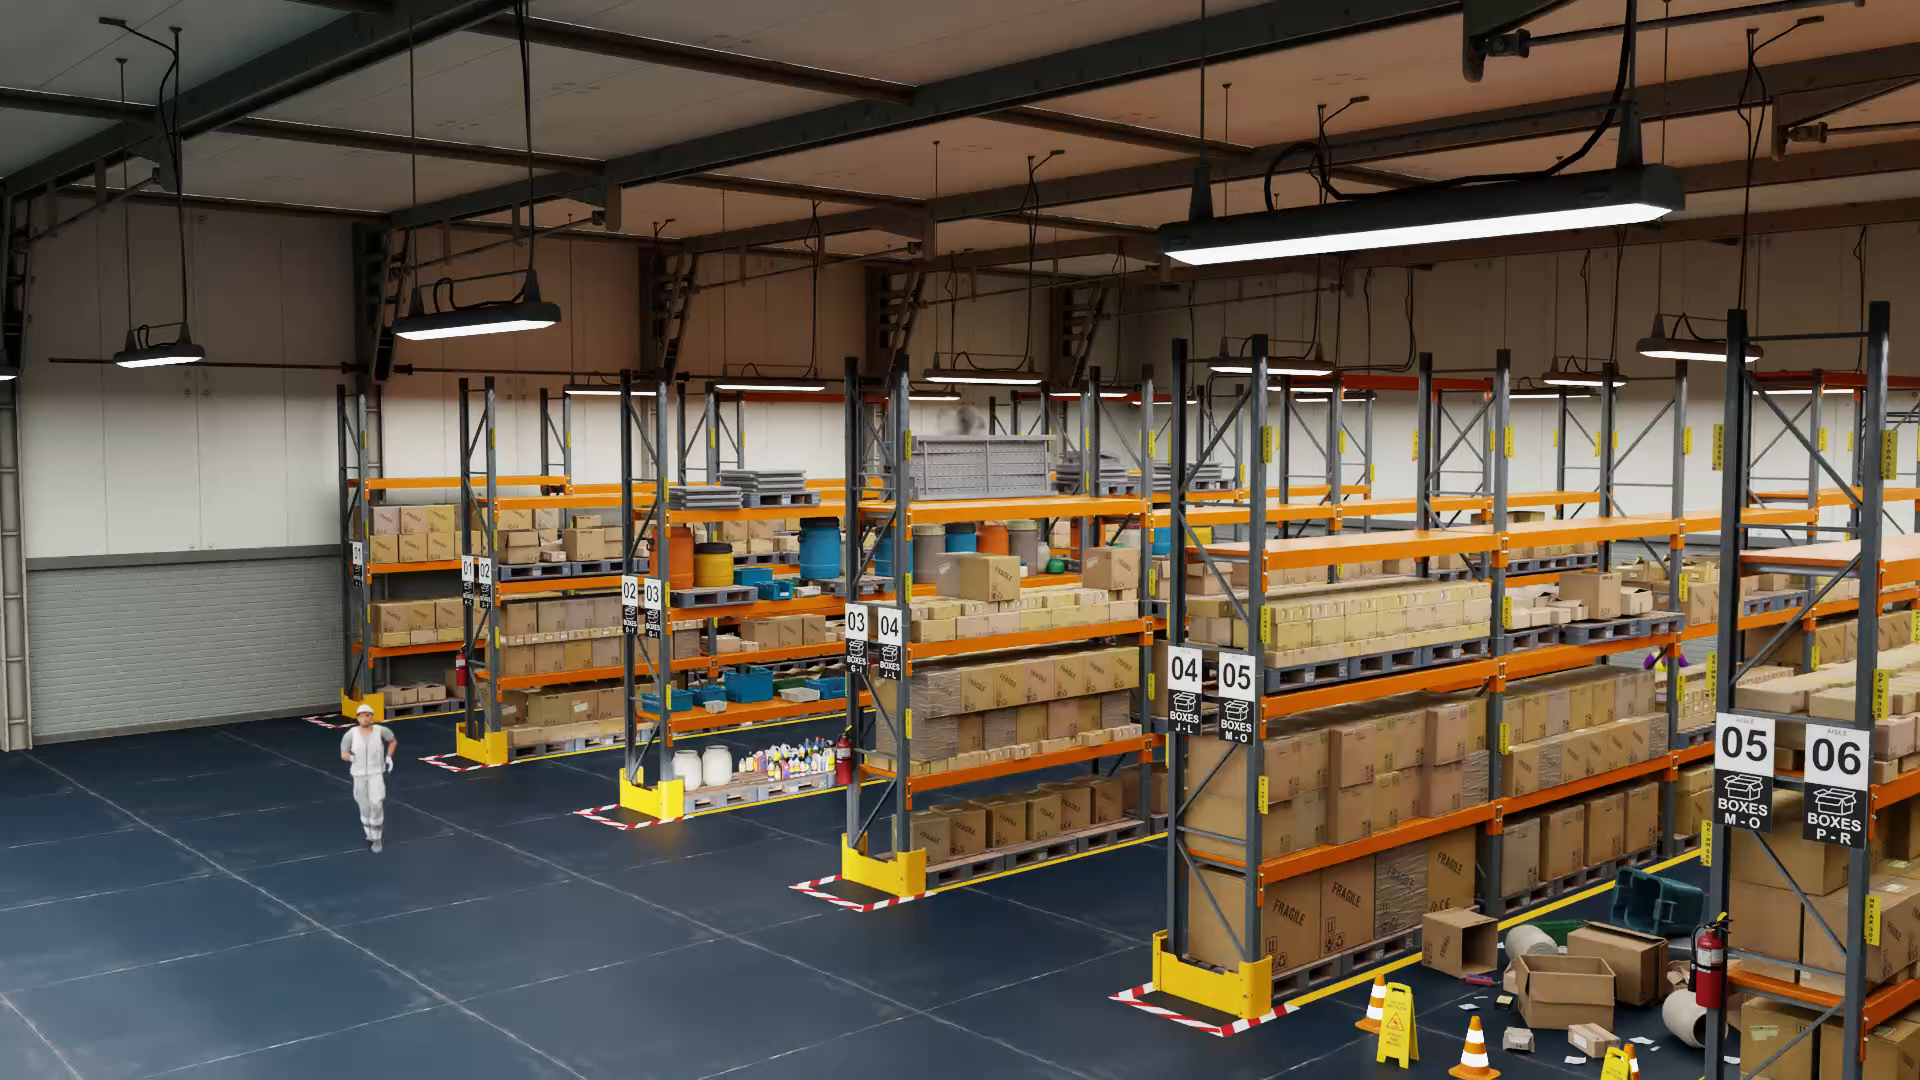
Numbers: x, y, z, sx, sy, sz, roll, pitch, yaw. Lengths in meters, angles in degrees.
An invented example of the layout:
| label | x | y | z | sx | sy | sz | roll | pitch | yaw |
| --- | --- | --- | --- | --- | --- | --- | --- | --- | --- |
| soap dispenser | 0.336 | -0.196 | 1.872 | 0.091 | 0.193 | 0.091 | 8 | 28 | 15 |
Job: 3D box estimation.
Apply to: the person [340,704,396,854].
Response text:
| label | x | y | z | sx | sy | sz | roll | pitch | yaw |
| --- | --- | --- | --- | --- | --- | --- | --- | --- | --- |
| person | -7.295 | 2.933 | 20.493 | 0.630 | 1.836 | 0.764 | -1 | 4 | -13 |

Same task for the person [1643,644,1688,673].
| label | x | y | z | sx | sy | sz | roll | pitch | yaw |
| --- | --- | --- | --- | --- | --- | --- | --- | --- | --- |
| person | 11.865 | 2.468 | 27.970 | 0.748 | 1.715 | 0.641 | 2 | 4 | 26 |
